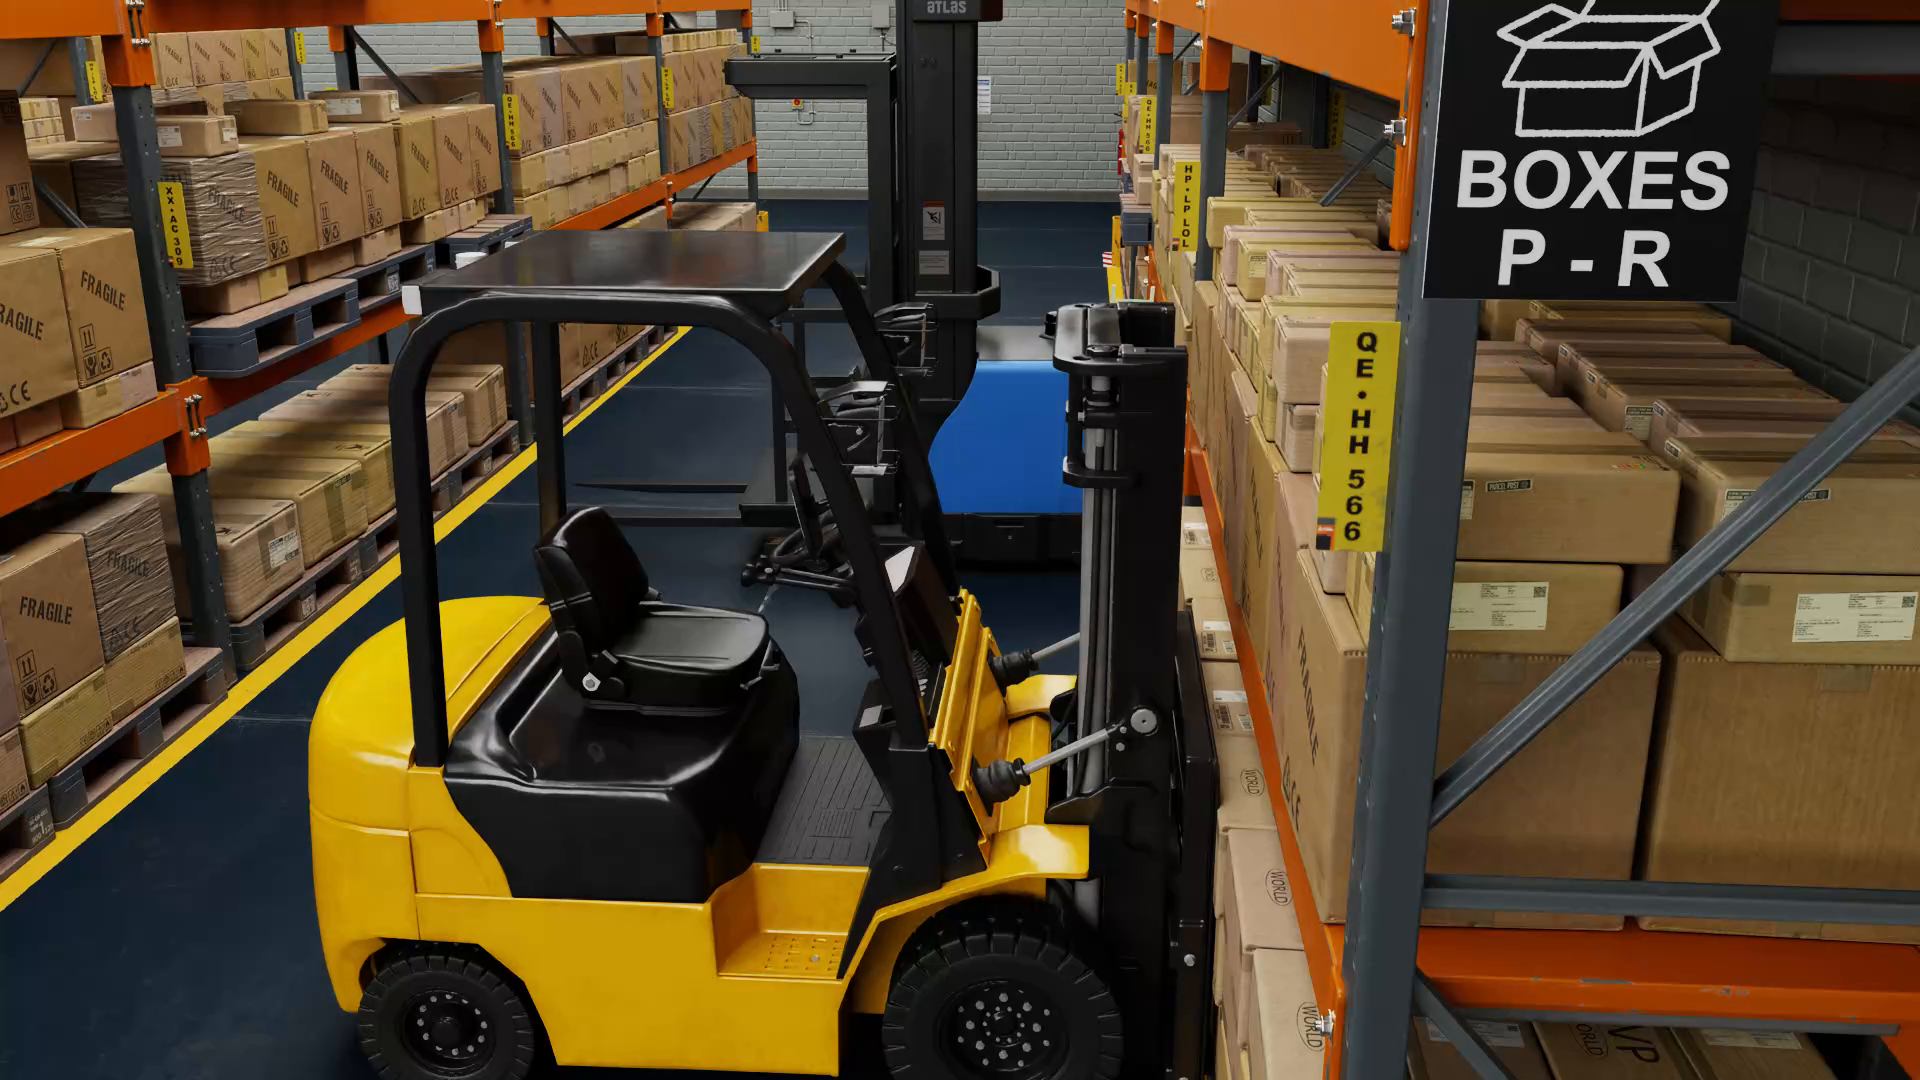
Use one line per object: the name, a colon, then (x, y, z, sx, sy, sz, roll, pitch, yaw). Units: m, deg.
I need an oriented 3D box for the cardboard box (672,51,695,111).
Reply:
cardboard box: (-2.682, -4.119, 14.909, 0.500, 0.500, 0.500, 1, 18, 3)

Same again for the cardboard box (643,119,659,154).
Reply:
cardboard box: (-2.789, -3.321, 13.678, 0.500, 0.250, 0.500, 1, 18, 4)

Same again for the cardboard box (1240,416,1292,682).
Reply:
cardboard box: (0.947, 0.014, 3.904, 0.500, 0.500, 0.500, 1, 18, 3)

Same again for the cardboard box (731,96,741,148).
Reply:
cardboard box: (-2.535, -4.275, 16.993, 0.500, 0.500, 0.500, 1, 18, 3)

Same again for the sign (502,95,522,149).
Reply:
sign: (-2.745, -2.558, 10.179, 0.100, 0.325, 0.005, 1, 18, 4)

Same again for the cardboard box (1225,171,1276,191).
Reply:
cardboard box: (1.343, -1.724, 8.165, 0.380, 0.149, 0.250, 1, 18, 4)

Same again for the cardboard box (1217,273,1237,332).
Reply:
cardboard box: (0.993, -0.728, 5.125, 0.380, 0.149, 0.250, 2, 18, 5)

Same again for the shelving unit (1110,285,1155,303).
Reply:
shelving unit: (0.949, -0.765, 9.236, 0.258, 1.200, 0.503, 1, 21, -4)

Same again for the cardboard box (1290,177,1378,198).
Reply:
cardboard box: (1.773, -1.635, 7.893, 0.380, 0.149, 0.250, 1, 18, 4)

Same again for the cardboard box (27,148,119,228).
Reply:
cardboard box: (-3.769, -1.349, 6.910, 0.500, 0.500, 0.500, 1, 18, 3)

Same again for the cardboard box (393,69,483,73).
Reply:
cardboard box: (-3.482, -2.903, 11.199, 0.500, 0.500, 0.500, 2, 18, 5)

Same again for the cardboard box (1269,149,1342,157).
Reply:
cardboard box: (1.936, -2.111, 9.346, 0.380, 0.149, 0.250, 2, 18, 5)

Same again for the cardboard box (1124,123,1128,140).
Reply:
cardboard box: (1.868, -4.050, 16.230, 0.500, 0.250, 0.500, 1, 18, 3)

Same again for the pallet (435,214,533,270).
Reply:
pallet: (-3.232, -1.739, 9.723, 1.213, 0.211, 1.003, 1, 18, 4)

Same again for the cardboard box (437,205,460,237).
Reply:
cardboard box: (-3.022, -1.785, 9.283, 0.380, 0.149, 0.250, 0, 18, 1)

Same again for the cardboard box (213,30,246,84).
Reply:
cardboard box: (-7.507, -4.815, 16.558, 0.500, 0.500, 0.500, 2, 18, 7)

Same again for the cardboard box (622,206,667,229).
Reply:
cardboard box: (-2.965, -2.292, 13.839, 0.875, 0.875, 0.875, 2, 18, 6)

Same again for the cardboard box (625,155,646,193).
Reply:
cardboard box: (-2.819, -2.922, 13.265, 0.500, 0.250, 0.500, 1, 18, 3)

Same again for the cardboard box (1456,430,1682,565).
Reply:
cardboard box: (0.906, -0.073, 2.649, 0.380, 0.149, 0.250, 1, 18, 4)

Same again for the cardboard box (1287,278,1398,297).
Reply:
cardboard box: (1.010, -0.550, 4.103, 0.380, 0.149, 0.250, 2, 18, 5)

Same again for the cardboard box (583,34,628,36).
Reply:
cardboard box: (-3.141, -4.387, 14.686, 0.380, 0.149, 0.250, 1, 18, 4)

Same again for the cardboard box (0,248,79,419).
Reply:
cardboard box: (-3.387, -0.697, 5.596, 0.500, 0.500, 0.500, 2, 18, 6)

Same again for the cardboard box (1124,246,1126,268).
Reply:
cardboard box: (1.999, -2.989, 16.566, 0.700, 0.500, 0.500, 2, 18, 6)

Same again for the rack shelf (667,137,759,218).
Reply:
rack shelf: (-2.857, -3.576, 16.174, 1.077, 0.370, 4.000, 1, 18, 4)

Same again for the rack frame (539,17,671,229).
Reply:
rack frame: (-3.000, -3.297, 14.167, 1.000, 3.000, 0.127, 1, 18, 4)

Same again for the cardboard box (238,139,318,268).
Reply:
cardboard box: (-3.219, -1.495, 7.356, 0.500, 0.500, 0.500, 1, 18, 4)

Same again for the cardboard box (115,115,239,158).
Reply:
cardboard box: (-3.187, -1.647, 6.777, 0.380, 0.149, 0.250, 1, 18, 4)

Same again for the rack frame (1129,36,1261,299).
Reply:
rack frame: (1.951, -3.187, 13.832, 1.000, 3.000, 0.127, 1, 18, 4)

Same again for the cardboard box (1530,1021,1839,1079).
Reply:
cardboard box: (1.314, 1.027, 3.108, 0.500, 0.250, 0.500, 1, 18, 3)

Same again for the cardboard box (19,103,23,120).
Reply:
cardboard box: (-7.818, -3.446, 13.396, 0.380, 0.149, 0.250, 1, 18, 2)

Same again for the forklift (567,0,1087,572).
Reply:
forklift: (-0.623, -1.396, 8.477, 3.031, 2.935, 1.130, 0, 18, 1)

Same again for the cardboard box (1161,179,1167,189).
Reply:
cardboard box: (1.352, -1.823, 9.108, 0.500, 0.250, 0.500, 2, 18, 6)

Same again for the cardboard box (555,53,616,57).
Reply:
cardboard box: (-3.242, -3.972, 14.462, 0.500, 0.500, 0.500, 1, 18, 3)

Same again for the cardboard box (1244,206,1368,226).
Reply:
cardboard box: (1.148, -1.023, 5.549, 0.380, 0.149, 0.250, 2, 18, 5)

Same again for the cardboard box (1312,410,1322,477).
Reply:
cardboard box: (0.934, -0.166, 3.409, 0.380, 0.149, 0.250, 1, 18, 4)

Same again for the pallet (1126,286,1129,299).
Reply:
pallet: (2.001, -2.075, 14.917, 1.003, 0.211, 1.213, 1, 18, 4)

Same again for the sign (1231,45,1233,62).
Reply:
sign: (2.790, -5.111, 17.337, 0.100, 0.325, 0.005, 1, 18, 4)

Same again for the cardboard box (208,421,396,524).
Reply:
cardboard box: (-3.442, -0.365, 8.766, 0.950, 0.372, 0.625, 2, 18, 6)

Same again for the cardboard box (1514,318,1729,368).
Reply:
cardboard box: (1.412, -0.379, 3.581, 0.380, 0.149, 0.250, 2, 18, 6)

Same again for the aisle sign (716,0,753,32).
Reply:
aisle sign: (-2.399, -5.790, 17.600, 0.394, 0.787, 0.004, 1, 18, 4)

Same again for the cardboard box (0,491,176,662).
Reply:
cardboard box: (-3.348, 0.128, 6.251, 0.500, 0.500, 0.500, 1, 18, 3)

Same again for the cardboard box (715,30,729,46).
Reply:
cardboard box: (-2.527, -5.015, 16.603, 0.380, 0.149, 0.250, 2, 18, 5)

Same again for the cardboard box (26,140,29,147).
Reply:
cardboard box: (-7.813, -3.170, 13.510, 0.380, 0.149, 0.250, 1, 18, 4)

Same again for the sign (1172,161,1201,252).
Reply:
sign: (0.836, -1.224, 6.109, 0.100, 0.325, 0.005, 1, 18, 4)

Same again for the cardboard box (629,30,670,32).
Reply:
cardboard box: (-3.063, -4.940, 16.373, 0.380, 0.149, 0.250, 1, 18, 4)

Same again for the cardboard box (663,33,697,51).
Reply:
cardboard box: (-2.613, -4.538, 15.146, 0.380, 0.149, 0.250, 1, 18, 2)

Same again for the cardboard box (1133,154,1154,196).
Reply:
cardboard box: (1.417, -2.408, 11.021, 0.500, 0.250, 0.500, 0, 18, 1)

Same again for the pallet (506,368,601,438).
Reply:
pallet: (-3.155, -0.972, 11.552, 1.003, 0.211, 1.213, 1, 18, 4)

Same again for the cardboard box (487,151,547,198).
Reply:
cardboard box: (-3.004, -2.373, 10.784, 0.500, 0.250, 0.500, 1, 18, 4)

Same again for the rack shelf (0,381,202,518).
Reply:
rack shelf: (-3.717, 0.151, 4.800, 1.077, 0.370, 4.000, 1, 18, 4)

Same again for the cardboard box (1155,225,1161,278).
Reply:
cardboard box: (1.348, -1.585, 9.184, 0.500, 0.250, 0.500, 1, 18, 3)

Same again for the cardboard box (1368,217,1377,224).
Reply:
cardboard box: (1.617, -1.163, 6.451, 0.380, 0.149, 0.250, 1, 18, 3)

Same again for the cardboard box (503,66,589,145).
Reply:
cardboard box: (-2.929, -3.039, 11.615, 0.500, 0.500, 0.500, 2, 18, 5)

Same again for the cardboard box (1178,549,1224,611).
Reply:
cardboard box: (0.983, 0.231, 5.535, 0.500, 0.250, 0.500, 1, 18, 4)

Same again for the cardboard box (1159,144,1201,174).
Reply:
cardboard box: (1.348, -2.208, 9.642, 0.380, 0.149, 0.250, 2, 18, 6)

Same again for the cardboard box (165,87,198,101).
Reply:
cardboard box: (-7.557, -4.022, 15.743, 0.500, 0.500, 0.500, 1, 18, 3)

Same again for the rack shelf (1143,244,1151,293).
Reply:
rack shelf: (1.808, -2.224, 12.048, 1.077, 0.370, 4.000, 1, 18, 4)

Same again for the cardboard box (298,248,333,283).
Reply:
cardboard box: (-3.188, -1.303, 7.811, 0.380, 0.149, 0.250, 2, 18, 5)

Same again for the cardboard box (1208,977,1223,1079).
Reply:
cardboard box: (0.899, 1.185, 4.232, 0.500, 0.250, 0.500, 1, 18, 5)
